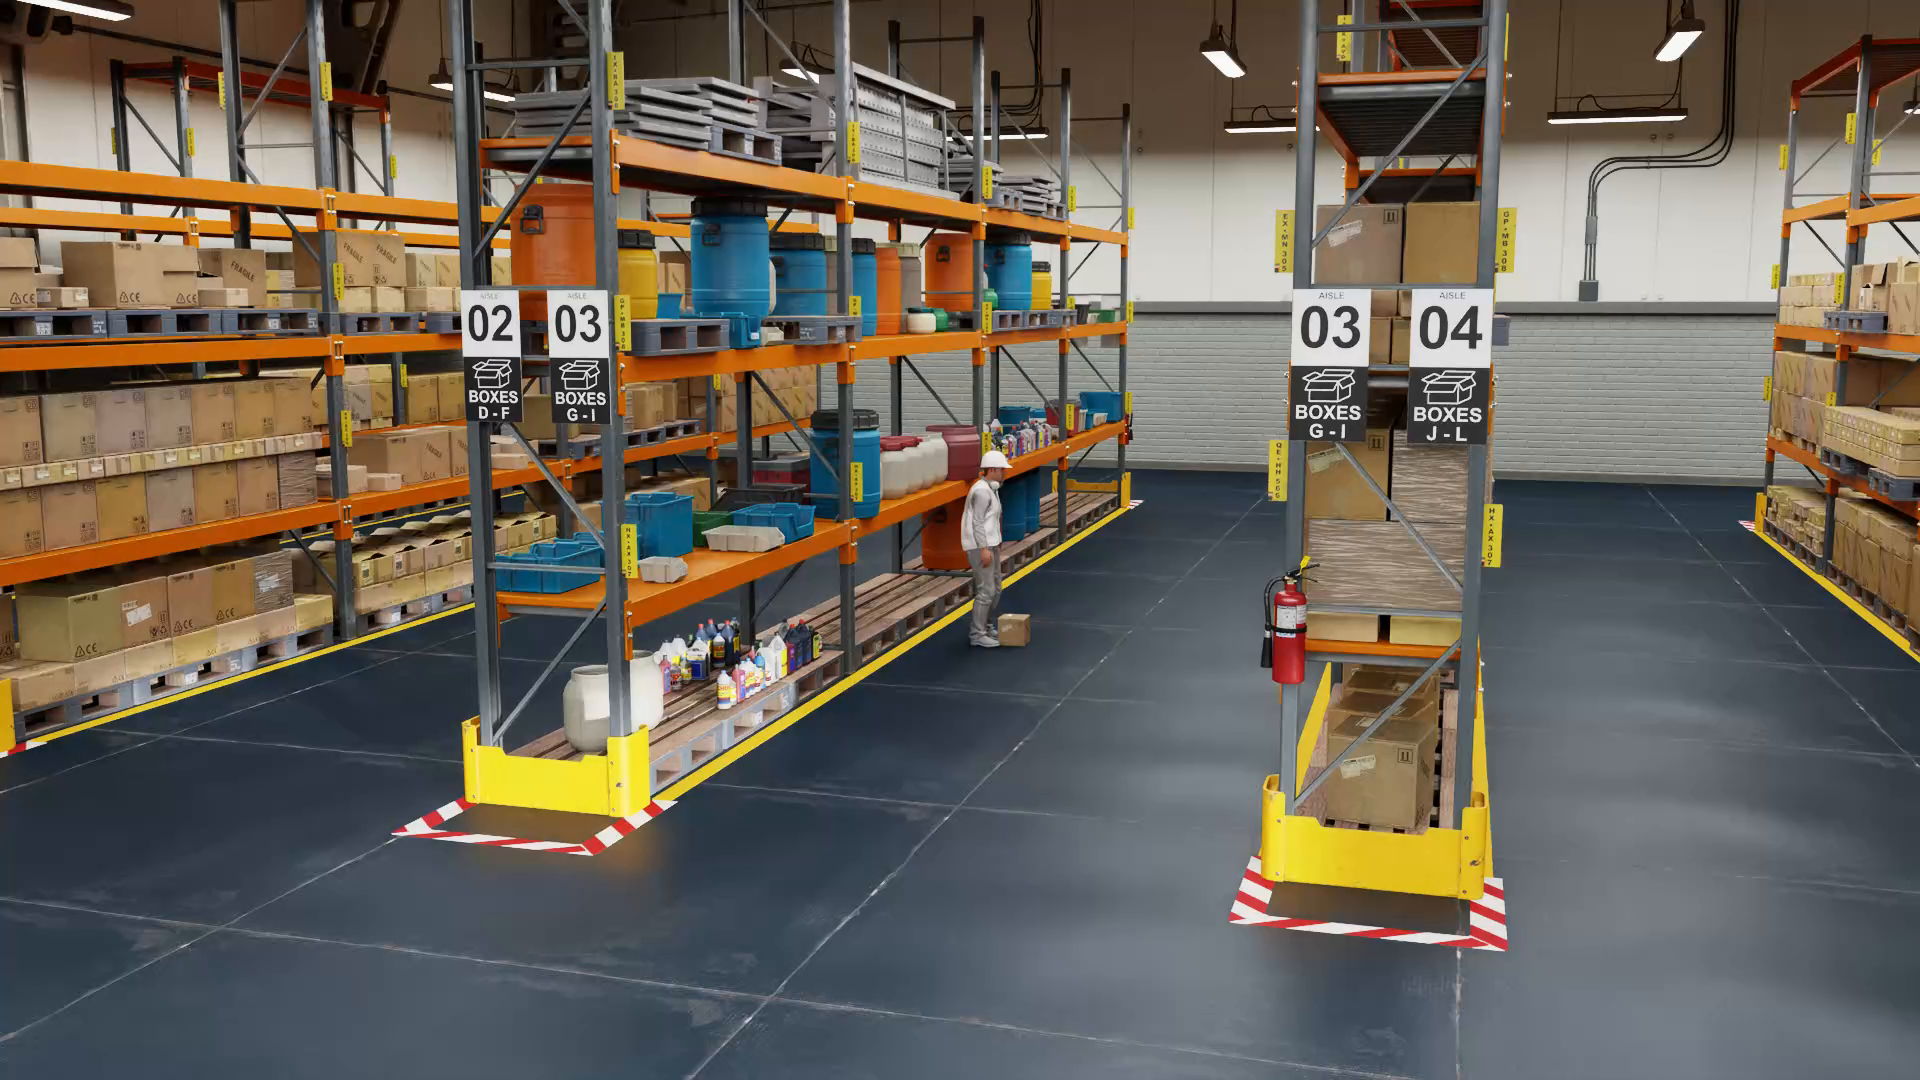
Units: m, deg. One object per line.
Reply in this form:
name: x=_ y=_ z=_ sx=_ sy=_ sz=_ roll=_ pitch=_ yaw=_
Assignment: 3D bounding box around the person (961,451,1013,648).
person: x=0.247 y=0.065 z=15.289 sx=0.464 sy=1.771 sz=0.593 roll=2 pitch=8 yaw=13
